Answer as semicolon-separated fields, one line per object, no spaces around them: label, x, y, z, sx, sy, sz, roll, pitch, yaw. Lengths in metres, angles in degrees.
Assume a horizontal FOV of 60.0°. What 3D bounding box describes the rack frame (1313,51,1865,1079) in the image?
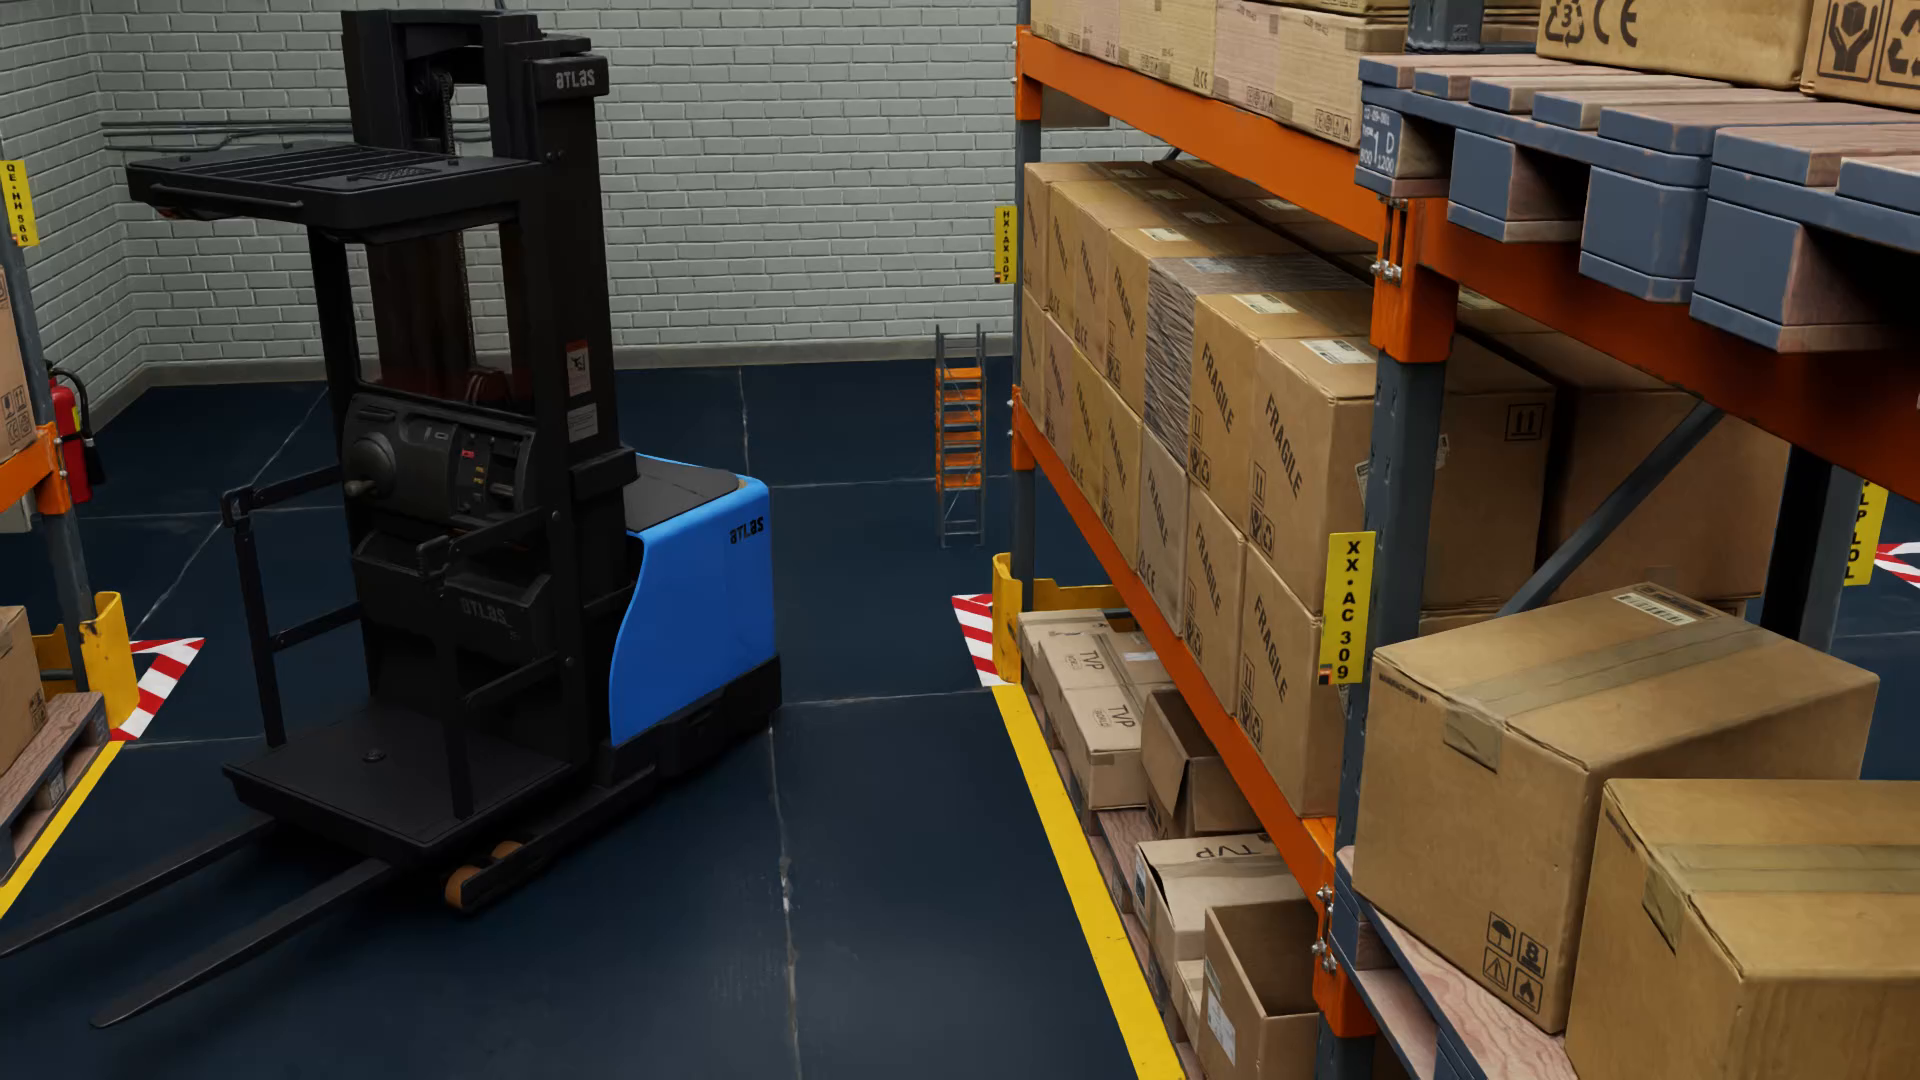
rack frame;1.311;0.514;3.553;1.000;3.000;0.127;-3;21;-8

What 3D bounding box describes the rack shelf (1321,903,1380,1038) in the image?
rack shelf;1.599;1.543;1.825;1.077;0.370;4.000;-3;21;-8

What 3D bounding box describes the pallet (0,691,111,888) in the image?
pallet;-3.975;0.959;6.346;1.003;0.211;1.213;-3;21;-8

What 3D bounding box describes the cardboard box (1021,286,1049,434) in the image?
cardboard box;0.537;-0.751;6.797;0.500;0.500;0.500;-2;21;-7

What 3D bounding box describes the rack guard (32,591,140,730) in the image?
rack guard;-4.171;0.543;7.049;1.175;0.500;0.348;-3;21;-8

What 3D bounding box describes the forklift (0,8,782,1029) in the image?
forklift;-1.970;-0.265;5.737;1.130;2.935;3.031;12;24;30

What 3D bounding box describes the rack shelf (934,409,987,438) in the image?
rack shelf;0.002;-0.628;8.966;0.258;0.103;0.180;-3;21;-8

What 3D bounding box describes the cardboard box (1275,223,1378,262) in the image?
cardboard box;1.297;-0.714;5.269;0.500;0.500;0.500;-2;21;-6

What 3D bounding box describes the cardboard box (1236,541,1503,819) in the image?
cardboard box;0.985;0.307;3.965;0.500;0.500;0.500;-3;21;-7

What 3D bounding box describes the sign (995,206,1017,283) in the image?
sign;0.197;-1.249;7.036;0.100;0.325;0.005;-3;21;-8

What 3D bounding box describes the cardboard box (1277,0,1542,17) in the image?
cardboard box;0.972;-1.210;3.381;0.500;0.250;0.500;-3;21;-8

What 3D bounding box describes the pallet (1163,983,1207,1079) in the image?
pallet;1.213;1.582;4.678;1.003;0.211;1.213;-3;21;-8

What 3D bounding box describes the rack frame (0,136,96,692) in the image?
rack frame;-4.167;-0.620;6.589;1.000;3.000;0.127;-3;21;-8

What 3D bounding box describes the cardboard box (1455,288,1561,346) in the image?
cardboard box;1.446;-0.357;4.314;0.500;0.500;0.500;-4;21;-9

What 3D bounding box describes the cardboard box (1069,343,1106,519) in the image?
cardboard box;0.686;-0.399;5.854;0.500;0.500;0.500;-3;21;-8

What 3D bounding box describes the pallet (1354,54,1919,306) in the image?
pallet;1.335;-0.574;2.447;1.213;0.211;1.003;-3;21;-8

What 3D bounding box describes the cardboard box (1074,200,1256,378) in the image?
cardboard box;0.687;-0.865;5.674;0.500;0.500;0.500;-3;21;-7

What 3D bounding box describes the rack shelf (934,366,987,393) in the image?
rack shelf;0.002;-0.853;8.882;0.258;0.103;0.180;-3;21;-8

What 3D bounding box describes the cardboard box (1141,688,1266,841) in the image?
cardboard box;1.035;0.827;5.654;0.797;0.503;0.637;-3;21;-8

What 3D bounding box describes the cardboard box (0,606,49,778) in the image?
cardboard box;-3.967;0.592;6.317;0.700;0.500;0.500;-3;21;-8

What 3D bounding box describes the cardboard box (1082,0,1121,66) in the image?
cardboard box;0.690;-1.669;5.324;0.500;0.250;0.500;-3;21;-8

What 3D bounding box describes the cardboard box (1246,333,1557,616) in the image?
cardboard box;0.982;-0.163;3.795;0.500;0.500;0.500;-3;21;-7

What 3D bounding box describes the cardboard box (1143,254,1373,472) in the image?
cardboard box;0.833;-0.515;4.736;0.500;0.500;0.500;-3;21;-7

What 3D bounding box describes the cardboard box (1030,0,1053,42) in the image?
cardboard box;0.557;-2.015;6.252;0.500;0.250;0.500;-3;21;-8

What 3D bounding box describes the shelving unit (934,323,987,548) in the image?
shelving unit;0.002;-0.557;8.993;0.258;1.200;0.189;-3;21;-8

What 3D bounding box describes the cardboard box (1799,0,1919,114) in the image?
cardboard box;1.429;-0.773;1.827;0.600;0.600;0.600;-3;21;-8

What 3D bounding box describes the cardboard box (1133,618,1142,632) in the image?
cardboard box;1.056;0.270;7.151;0.500;0.500;0.500;-3;21;-8

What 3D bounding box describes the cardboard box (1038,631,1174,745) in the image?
cardboard box;0.604;0.587;6.660;0.500;0.250;0.500;-3;21;-8

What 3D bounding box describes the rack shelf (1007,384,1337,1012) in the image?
rack shelf;1.022;0.158;5.533;1.077;0.370;4.000;-3;21;-8

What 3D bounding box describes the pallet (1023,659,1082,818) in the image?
pallet;0.861;0.738;6.940;1.003;0.211;1.213;-3;21;-8

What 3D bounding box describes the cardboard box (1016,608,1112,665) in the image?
cardboard box;0.454;0.421;7.249;0.380;0.149;0.250;-3;21;-8

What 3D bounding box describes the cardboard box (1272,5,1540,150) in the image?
cardboard box;0.977;-0.976;3.470;0.500;0.250;0.500;-3;21;-8

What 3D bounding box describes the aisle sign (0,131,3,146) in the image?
aisle sign;-3.881;-1.878;6.241;0.394;0.787;0.004;-3;21;-8

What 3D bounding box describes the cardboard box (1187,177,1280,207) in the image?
cardboard box;1.144;-1.071;6.225;0.500;0.500;0.500;-2;21;-6

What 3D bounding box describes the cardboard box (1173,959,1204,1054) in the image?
cardboard box;0.834;1.333;4.804;0.380;0.149;0.250;-3;21;-8

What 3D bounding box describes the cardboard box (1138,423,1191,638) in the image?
cardboard box;0.833;-0.049;4.918;0.500;0.500;0.500;-2;21;-7

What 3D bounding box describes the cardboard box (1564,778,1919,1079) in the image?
cardboard box;1.320;0.680;2.364;0.700;0.500;0.500;0;20;1

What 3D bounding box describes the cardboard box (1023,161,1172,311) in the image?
cardboard box;0.537;-1.219;6.622;0.500;0.500;0.500;-2;21;-6

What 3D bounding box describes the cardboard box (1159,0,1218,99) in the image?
cardboard box;0.835;-1.322;4.397;0.500;0.250;0.500;-3;21;-8

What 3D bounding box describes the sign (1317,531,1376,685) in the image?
sign;0.775;0.138;3.321;0.100;0.325;0.005;-3;21;-8

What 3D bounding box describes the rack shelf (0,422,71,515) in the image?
rack shelf;-3.879;0.410;4.861;1.077;0.370;4.000;-3;21;-8

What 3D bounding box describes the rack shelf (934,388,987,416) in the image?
rack shelf;0.002;-0.740;8.924;0.258;0.103;0.180;-3;21;-8

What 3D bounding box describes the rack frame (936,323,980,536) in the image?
rack frame;-0.011;-0.589;9.078;0.240;1.200;0.006;-3;21;-8
